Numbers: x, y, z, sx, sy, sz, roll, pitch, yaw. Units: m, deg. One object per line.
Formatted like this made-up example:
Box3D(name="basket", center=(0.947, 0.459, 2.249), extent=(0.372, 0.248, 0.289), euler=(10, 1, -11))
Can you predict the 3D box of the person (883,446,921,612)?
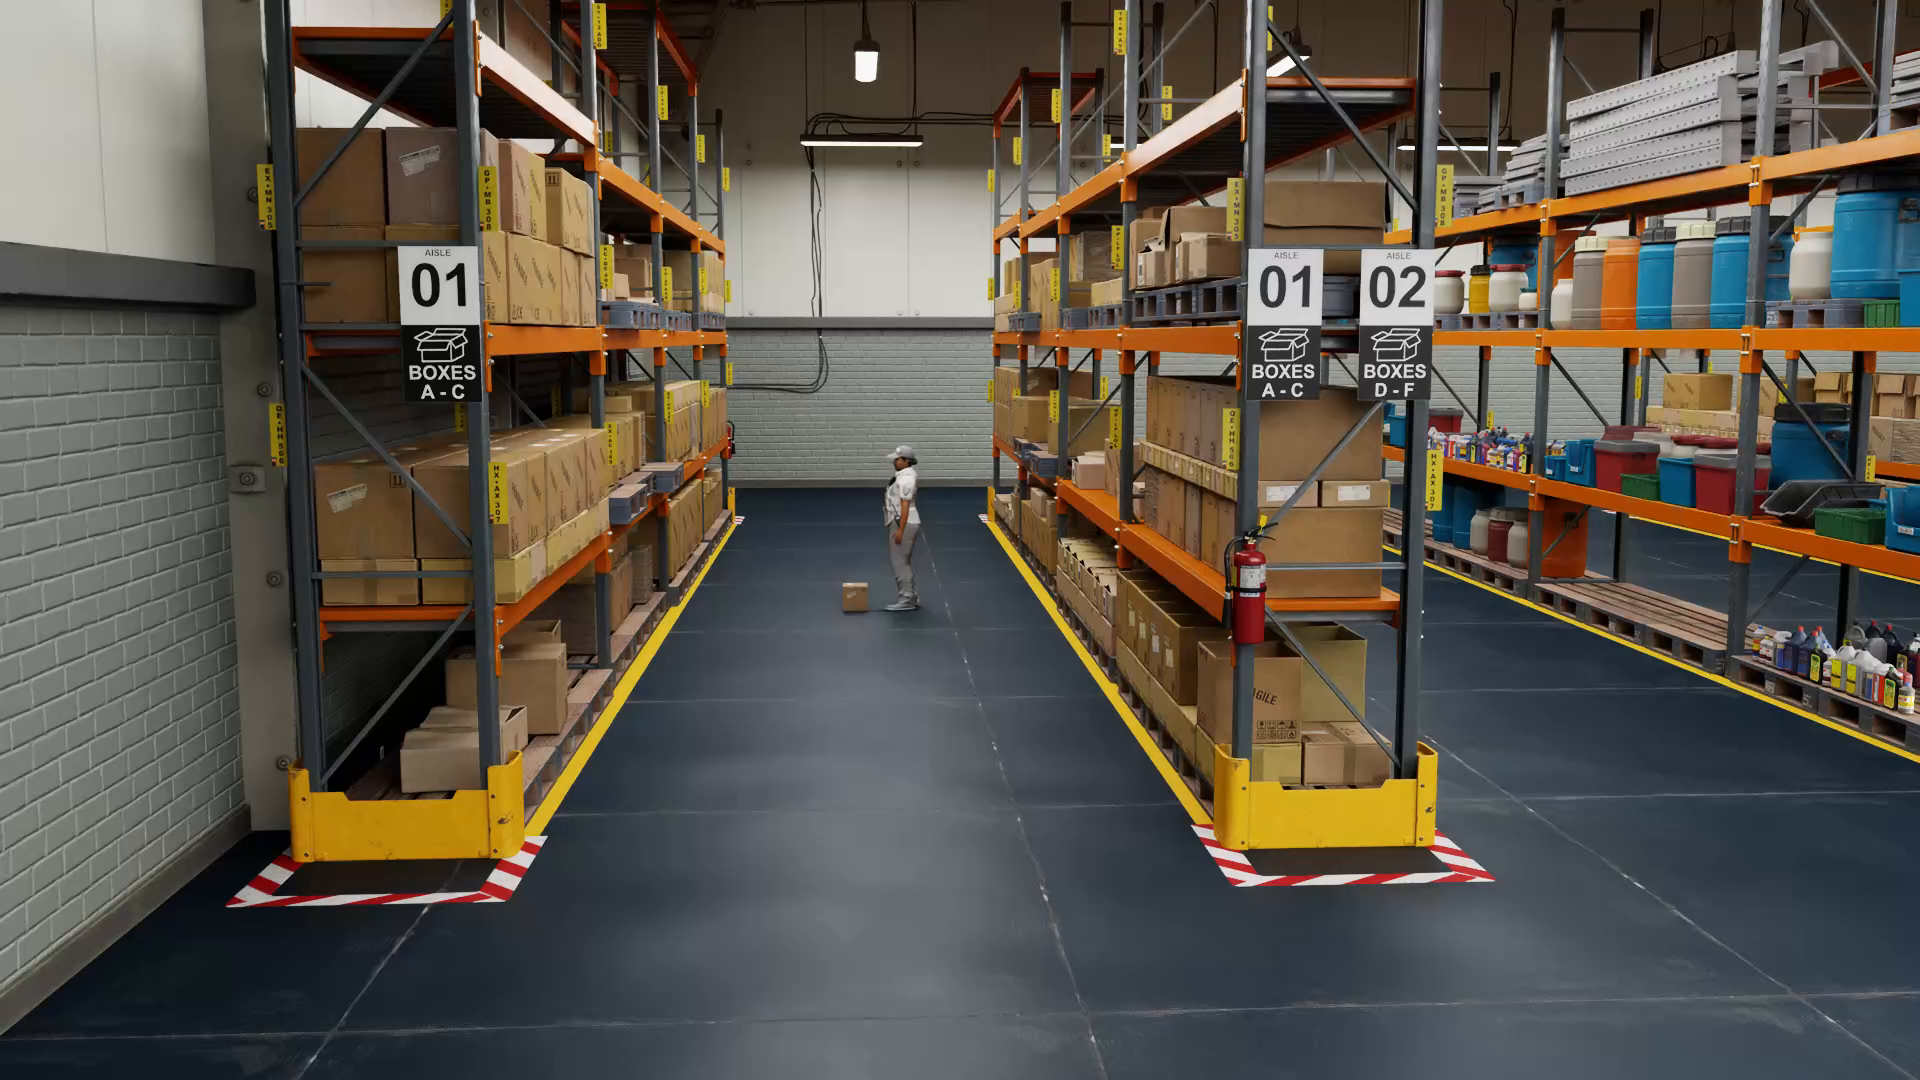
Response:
Box3D(name="person", center=(-0.587, -0.098, 16.769), extent=(0.385, 1.709, 0.468), euler=(0, 7, -3))
